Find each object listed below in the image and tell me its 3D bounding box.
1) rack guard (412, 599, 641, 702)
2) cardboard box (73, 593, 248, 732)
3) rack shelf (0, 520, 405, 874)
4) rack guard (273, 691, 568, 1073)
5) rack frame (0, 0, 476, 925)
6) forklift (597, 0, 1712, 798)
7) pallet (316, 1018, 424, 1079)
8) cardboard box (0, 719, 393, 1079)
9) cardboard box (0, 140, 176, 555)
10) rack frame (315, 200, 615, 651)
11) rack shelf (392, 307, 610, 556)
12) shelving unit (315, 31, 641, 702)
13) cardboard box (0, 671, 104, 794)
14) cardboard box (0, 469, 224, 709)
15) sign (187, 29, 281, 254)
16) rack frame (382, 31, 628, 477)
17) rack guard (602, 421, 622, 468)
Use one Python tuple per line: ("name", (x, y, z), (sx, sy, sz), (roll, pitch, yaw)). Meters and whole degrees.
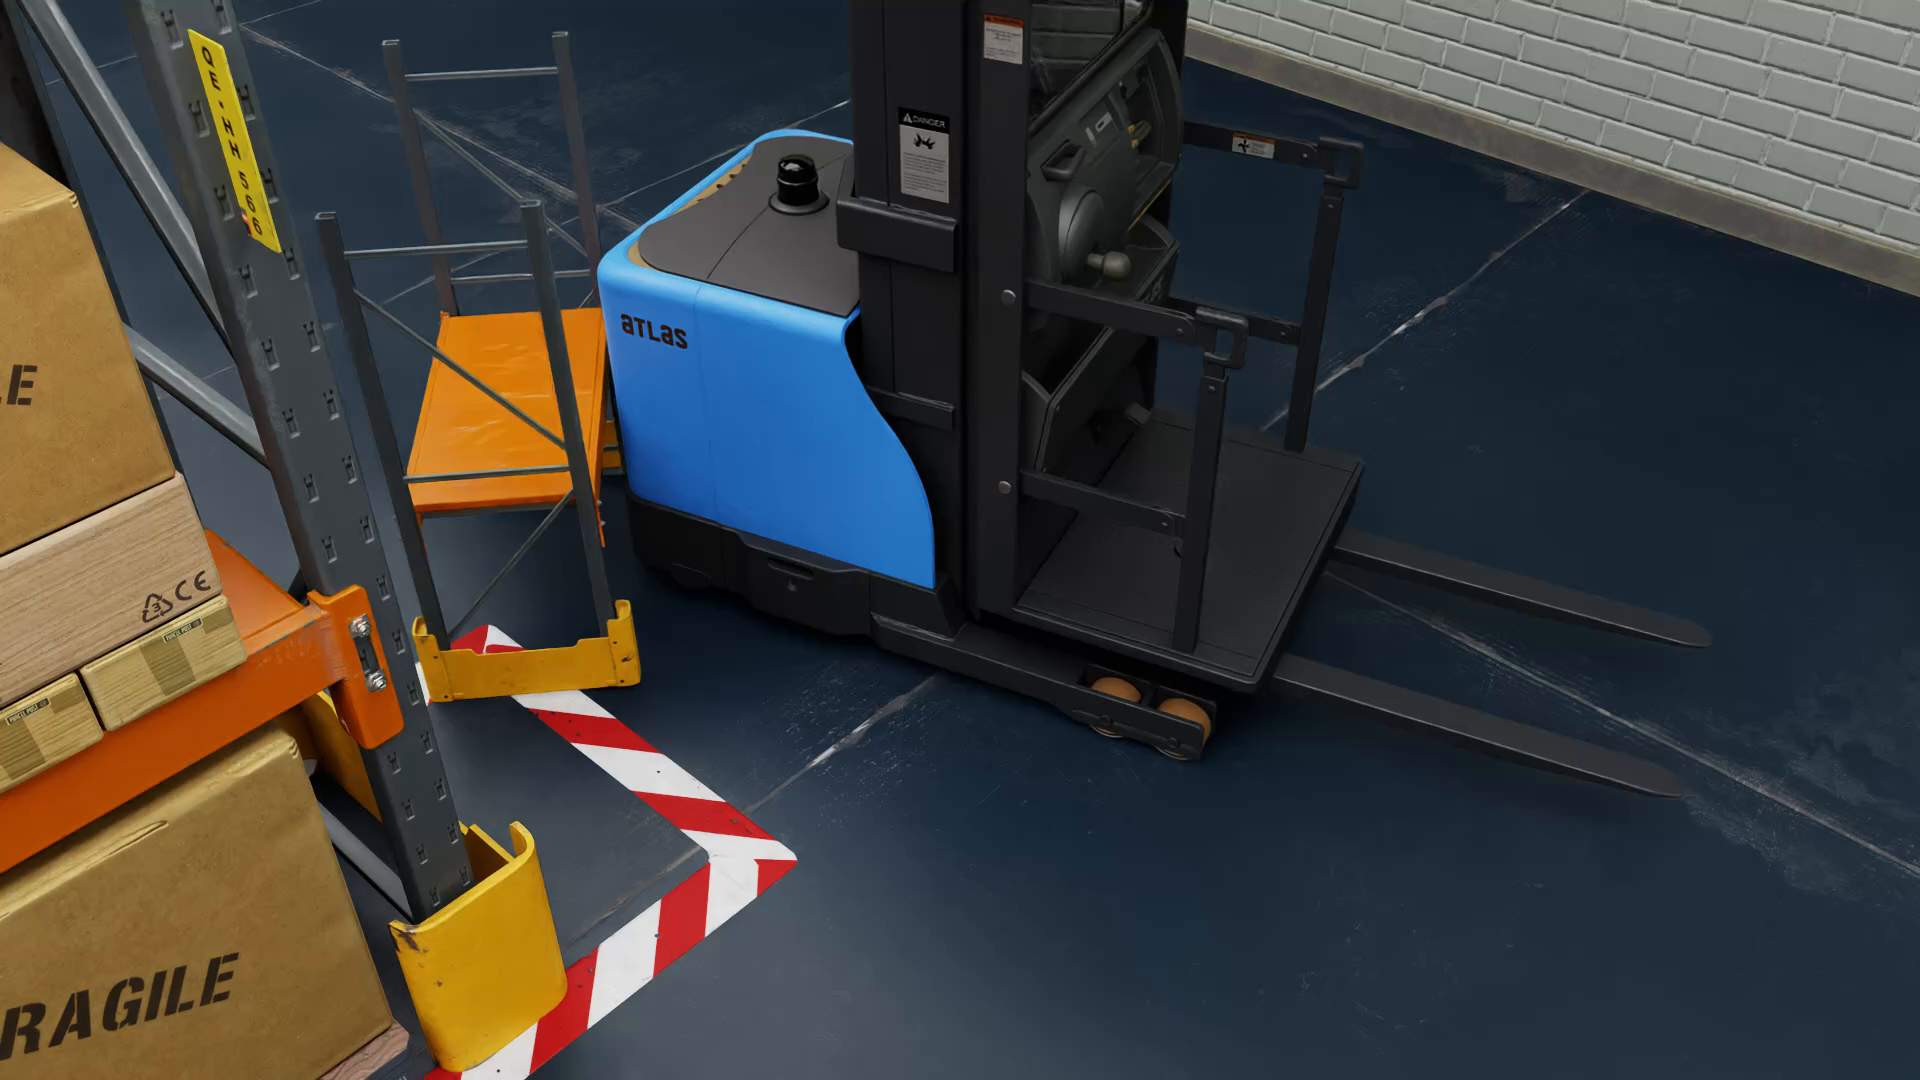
("rack guard", (-1.205, 0.311, 4.656), (0.587, 0.250, 0.087), (-5, 39, -5))
("cardboard box", (-1.458, 0.128, 2.880), (0.380, 0.149, 0.250), (31, 48, 33))
("rack shelf", (-2.810, 0.929, 2.250), (1.077, 0.370, 4.000), (30, 47, 32))
("rack guard", (-1.445, 0.696, 3.974), (1.175, 0.500, 0.348), (30, 47, 32))
("rack frame", (-1.461, -0.272, 3.182), (1.000, 3.000, 0.127), (30, 47, 32))
("forklift", (0.555, -0.932, 4.068), (3.031, 2.935, 1.130), (17, 41, 20))
("pallet", (-1.942, 1.220, 3.546), (1.003, 0.211, 1.213), (30, 47, 32))
("cardboard box", (-1.833, 0.723, 3.300), (0.875, 0.875, 0.875), (30, 47, 32))
("cardboard box", (-1.595, -0.289, 2.482), (0.500, 0.500, 0.500), (30, 47, 32))
("rack frame", (-1.206, -0.166, 4.251), (0.500, 1.500, 0.032), (-5, 39, -5))
("rack shelf", (-1.267, -0.339, 4.758), (0.538, 0.185, 1.000), (-5, 39, -5))
("shelving unit", (-1.269, -0.486, 4.653), (0.587, 1.500, 1.083), (-5, 39, -5))
("cardboard box", (-1.632, 0.249, 2.729), (0.380, 0.149, 0.250), (30, 47, 32))
("cardboard box", (-1.592, 0.005, 2.716), (0.500, 0.250, 0.500), (29, 47, 31))
("sign", (-1.070, -0.583, 2.453), (0.100, 0.325, 0.005), (30, 47, 32))
("rack frame", (-1.329, -0.794, 5.041), (0.500, 1.500, 0.032), (-5, 39, -5))
("rack guard", (-1.326, -0.304, 5.430), (0.587, 0.250, 0.087), (-5, 39, -5))
